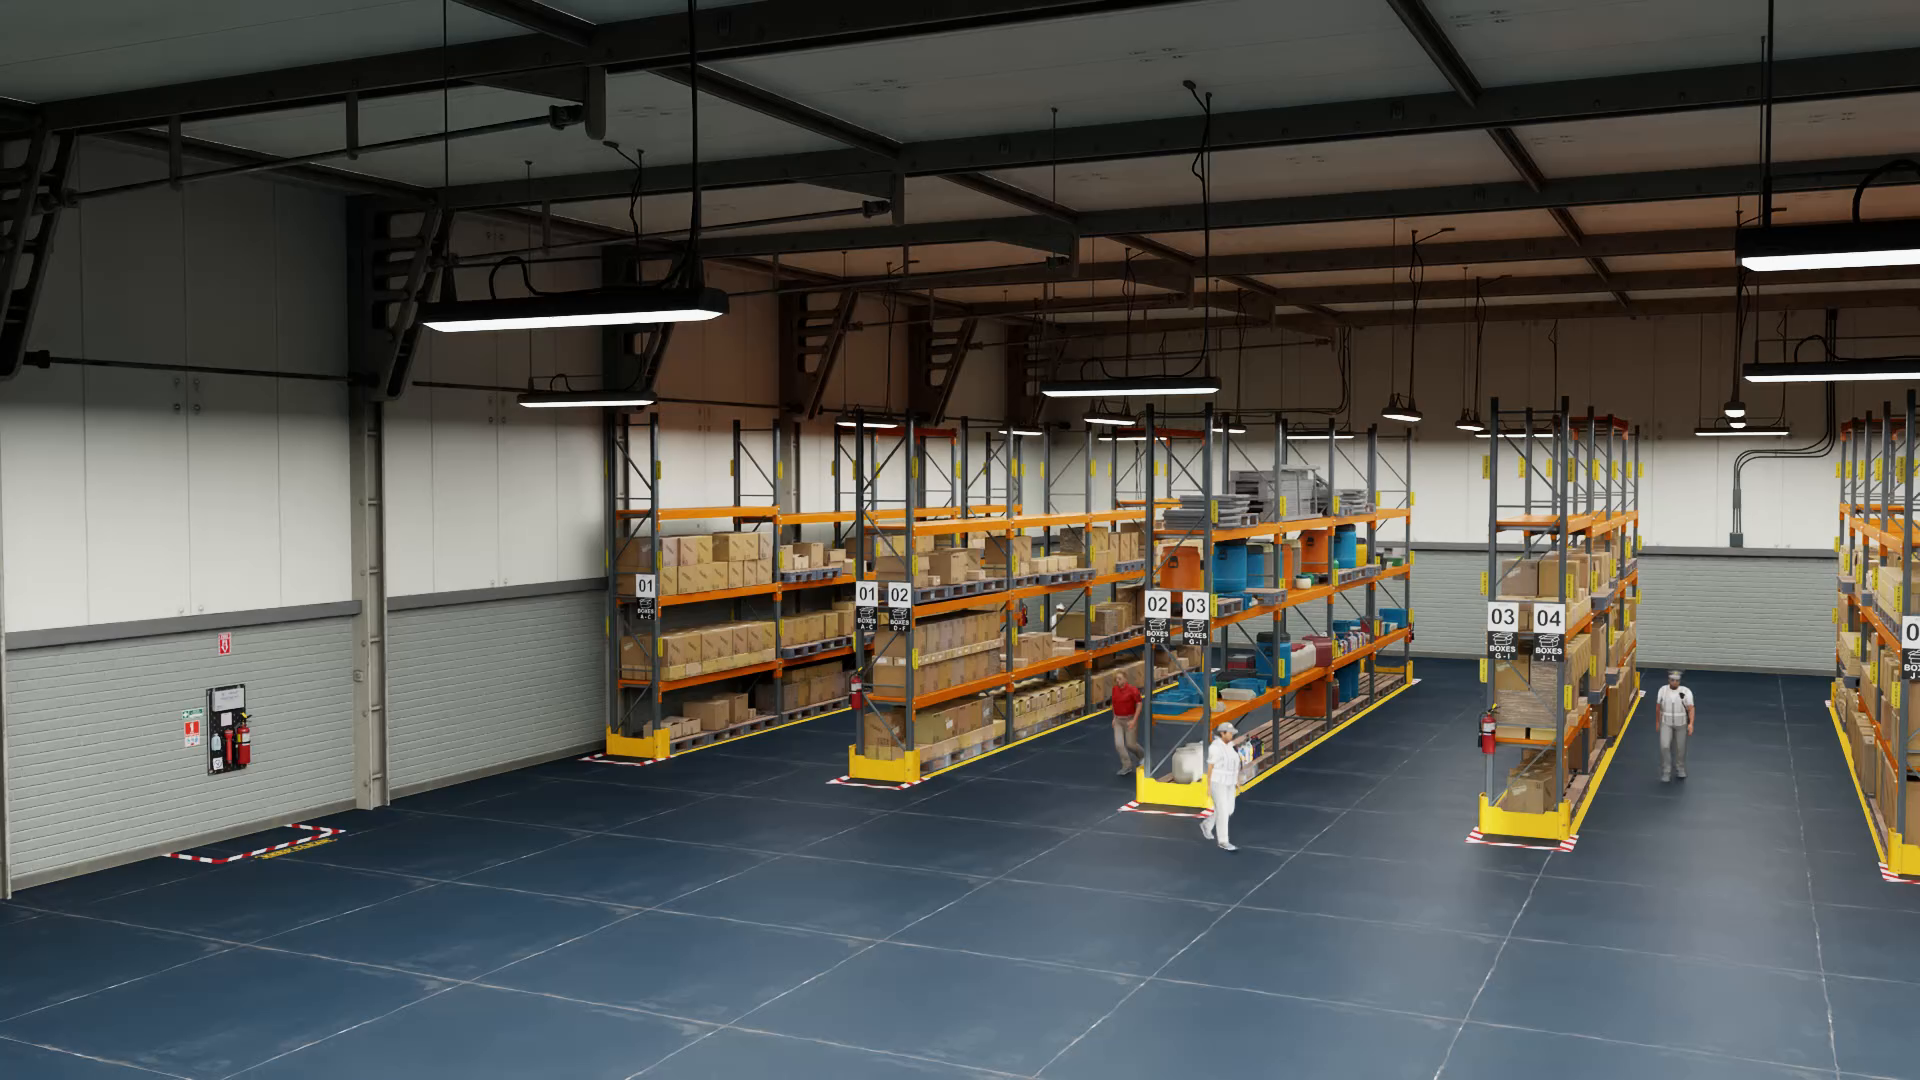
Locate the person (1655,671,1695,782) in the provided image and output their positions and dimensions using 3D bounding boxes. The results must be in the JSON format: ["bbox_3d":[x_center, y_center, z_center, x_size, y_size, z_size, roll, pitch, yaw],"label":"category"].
[{"bbox_3d":[11.575,3.007,26.933,0.598,1.795,0.657,1,3,28],"label":"person"}]

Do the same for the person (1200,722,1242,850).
[{"bbox_3d":[3.465,3.243,22.197,0.749,1.643,0.515,2,3,43],"label":"person"}]

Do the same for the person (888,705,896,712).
[{"bbox_3d":[-1.216,2.746,33.878,0.468,1.622,0.900,1,3,32],"label":"person"}]

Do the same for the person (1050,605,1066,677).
[{"bbox_3d":[2.372,2.435,40.306,0.666,1.721,1.096,1,3,22],"label":"person"}]

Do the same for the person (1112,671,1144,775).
[{"bbox_3d":[2.811,2.999,27.499,0.598,1.708,0.633,2,3,41],"label":"person"}]
